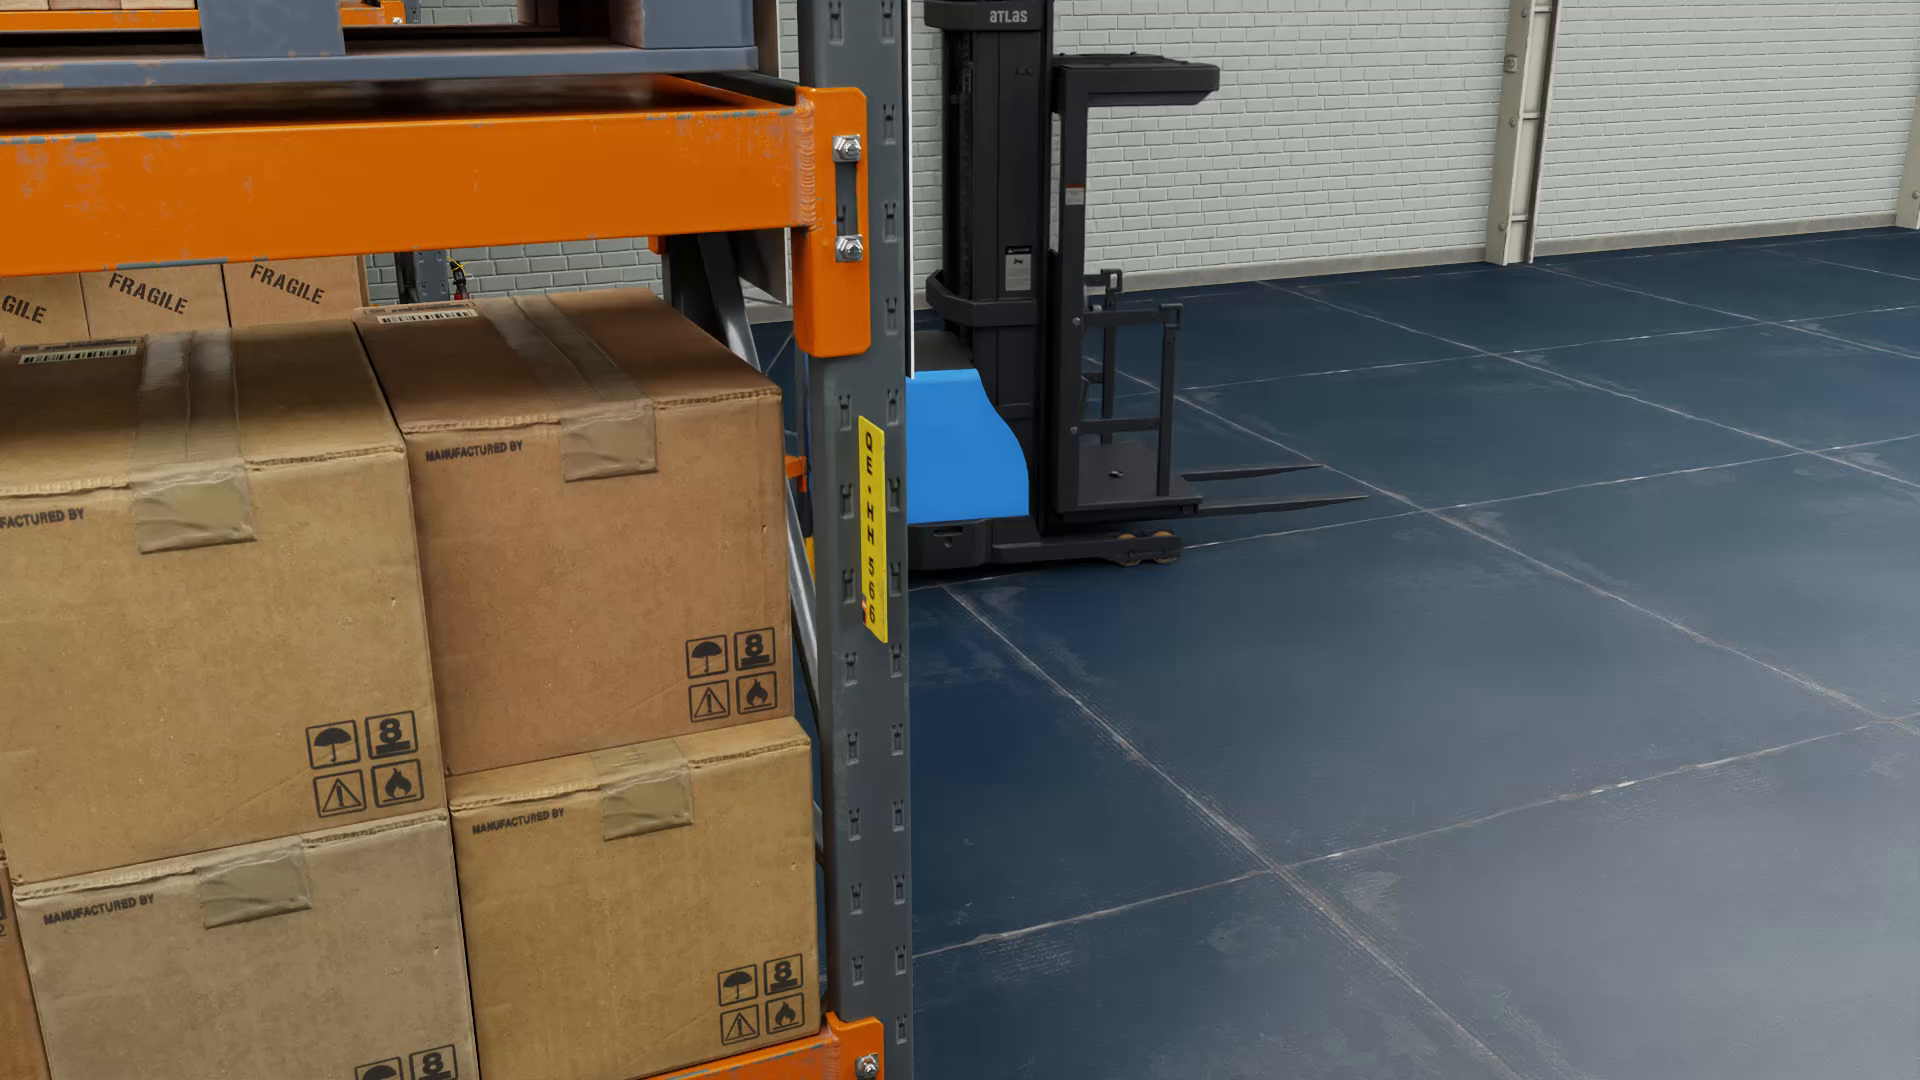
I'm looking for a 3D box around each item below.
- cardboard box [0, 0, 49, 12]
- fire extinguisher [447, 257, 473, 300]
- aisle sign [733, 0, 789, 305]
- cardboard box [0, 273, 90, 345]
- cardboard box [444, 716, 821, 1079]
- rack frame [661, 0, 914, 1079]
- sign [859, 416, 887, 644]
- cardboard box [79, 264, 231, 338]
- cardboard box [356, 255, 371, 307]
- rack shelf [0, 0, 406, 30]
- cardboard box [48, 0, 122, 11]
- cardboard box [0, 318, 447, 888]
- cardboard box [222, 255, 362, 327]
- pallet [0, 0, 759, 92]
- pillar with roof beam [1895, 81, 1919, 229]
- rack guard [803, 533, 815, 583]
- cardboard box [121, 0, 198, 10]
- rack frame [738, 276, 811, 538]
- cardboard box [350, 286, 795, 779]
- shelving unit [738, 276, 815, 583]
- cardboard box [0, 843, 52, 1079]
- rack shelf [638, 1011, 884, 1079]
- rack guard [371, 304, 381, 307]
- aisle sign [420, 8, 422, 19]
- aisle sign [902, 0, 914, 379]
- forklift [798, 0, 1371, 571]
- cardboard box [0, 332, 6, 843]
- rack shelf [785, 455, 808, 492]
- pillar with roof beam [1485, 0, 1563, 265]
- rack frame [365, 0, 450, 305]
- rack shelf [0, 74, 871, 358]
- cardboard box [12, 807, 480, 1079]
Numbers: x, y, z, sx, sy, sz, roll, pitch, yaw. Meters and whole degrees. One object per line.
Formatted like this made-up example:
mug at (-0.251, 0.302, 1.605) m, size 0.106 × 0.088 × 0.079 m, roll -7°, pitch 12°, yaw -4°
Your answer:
cardboard box at (-3.544, -2.057, 6.209) m, size 0.250 × 0.149 × 0.380 m, roll -8°, pitch 21°, yaw -22°
fire extinguisher at (-2.097, -0.858, 7.060) m, size 0.183 × 0.674 × 0.296 m, roll -8°, pitch 21°, yaw -22°
aisle sign at (-0.385, -0.851, 3.008) m, size 0.004 × 0.787 × 0.394 m, roll -8°, pitch 21°, yaw -22°
cardboard box at (-3.696, -0.923, 6.529) m, size 0.500 × 0.500 × 0.500 m, roll -8°, pitch 21°, yaw -22°
cardboard box at (-0.654, 0.468, 2.951) m, size 0.550 × 0.550 × 0.875 m, roll -8°, pitch 21°, yaw -22°
rack frame at (-0.330, 0.477, 3.151) m, size 0.053 × 2.616 × 0.949 m, roll -8°, pitch 21°, yaw -22°
sign at (-0.129, -0.015, 2.447) m, size 0.005 × 0.325 × 0.100 m, roll -8°, pitch 21°, yaw -22°
cardboard box at (-3.236, -0.988, 6.713) m, size 0.500 × 0.500 × 0.500 m, roll -8°, pitch 21°, yaw -22°
cardboard box at (-2.930, -1.230, 7.400) m, size 0.500 × 0.500 × 0.500 m, roll -8°, pitch 21°, yaw -23°
rack shelf at (-4.221, -1.833, 6.277) m, size 4.000 × 0.370 × 1.077 m, roll -8°, pitch 21°, yaw -22°
cardboard box at (-3.334, -2.104, 6.343) m, size 0.250 × 0.149 × 0.380 m, roll -8°, pitch 21°, yaw -21°
cardboard box at (-1.156, 0.033, 2.559) m, size 0.550 × 0.550 × 0.875 m, roll -8°, pitch 21°, yaw -22°
cardboard box at (-2.774, -1.052, 6.896) m, size 0.500 × 0.500 × 0.500 m, roll -9°, pitch 21°, yaw -23°
pallet at (-1.008, -0.796, 2.384) m, size 1.213 × 0.211 × 1.003 m, roll -8°, pitch 21°, yaw -22°
pillar with roof beam at (12.882, -6.601, 14.221) m, size 0.400 × 9.000 × 9.100 m, roll -8°, pitch 21°, yaw -22°
rack guard at (-0.961, 0.038, 8.538) m, size 0.587 × 0.250 × 0.087 m, roll 16°, pitch 25°, yaw 38°
cardboard box at (-3.075, -2.117, 6.380) m, size 0.250 × 0.149 × 0.380 m, roll -7°, pitch 21°, yaw -20°
rack frame at (-0.948, -0.557, 8.345) m, size 0.500 × 1.500 × 0.032 m, roll 16°, pitch 25°, yaw 38°
cardboard box at (-0.687, -0.067, 2.844) m, size 0.550 × 0.550 × 0.875 m, roll -8°, pitch 21°, yaw -22°
shelving unit at (-1.288, -0.427, 7.977) m, size 0.587 × 1.500 × 1.083 m, roll 16°, pitch 25°, yaw 38°
cardboard box at (-1.714, 0.582, 2.626) m, size 0.550 × 0.550 × 0.875 m, roll -8°, pitch 21°, yaw -22°
rack shelf at (-2.168, 1.078, 2.526) m, size 4.000 × 0.370 × 1.077 m, roll -8°, pitch 21°, yaw -22°
rack guard at (-4.332, -1.358, 12.125) m, size 0.348 × 0.500 × 1.175 m, roll -8°, pitch 21°, yaw -22°
aisle sign at (-2.213, -2.166, 6.743) m, size 0.004 × 0.787 × 0.394 m, roll -8°, pitch 21°, yaw -22°
aisle sign at (-0.147, -0.668, 2.489) m, size 0.004 × 0.787 × 0.394 m, roll -8°, pitch 21°, yaw -22°
forklift at (0.683, -1.412, 8.619) m, size 3.031 × 2.935 × 1.130 m, roll -4°, pitch 20°, yaw -12°
cardboard box at (-1.724, 0.066, 2.467) m, size 0.550 × 0.550 × 0.875 m, roll -8°, pitch 21°, yaw -22°
rack shelf at (-1.282, -0.260, 8.043) m, size 0.538 × 0.185 × 1.000 m, roll 16°, pitch 25°, yaw 38°
pillar with roof beam at (7.373, -5.812, 11.980) m, size 0.400 × 9.000 × 9.100 m, roll -8°, pitch 21°, yaw -22°
rack frame at (-2.385, -1.020, 7.403) m, size 0.127 × 3.000 × 1.000 m, roll -8°, pitch 21°, yaw -22°
rack shelf at (-2.168, -0.336, 2.028) m, size 4.000 × 0.370 × 1.077 m, roll -8°, pitch 21°, yaw -22°
cardboard box at (-1.150, 0.547, 2.726) m, size 0.550 × 0.550 × 0.875 m, roll -8°, pitch 21°, yaw -22°
